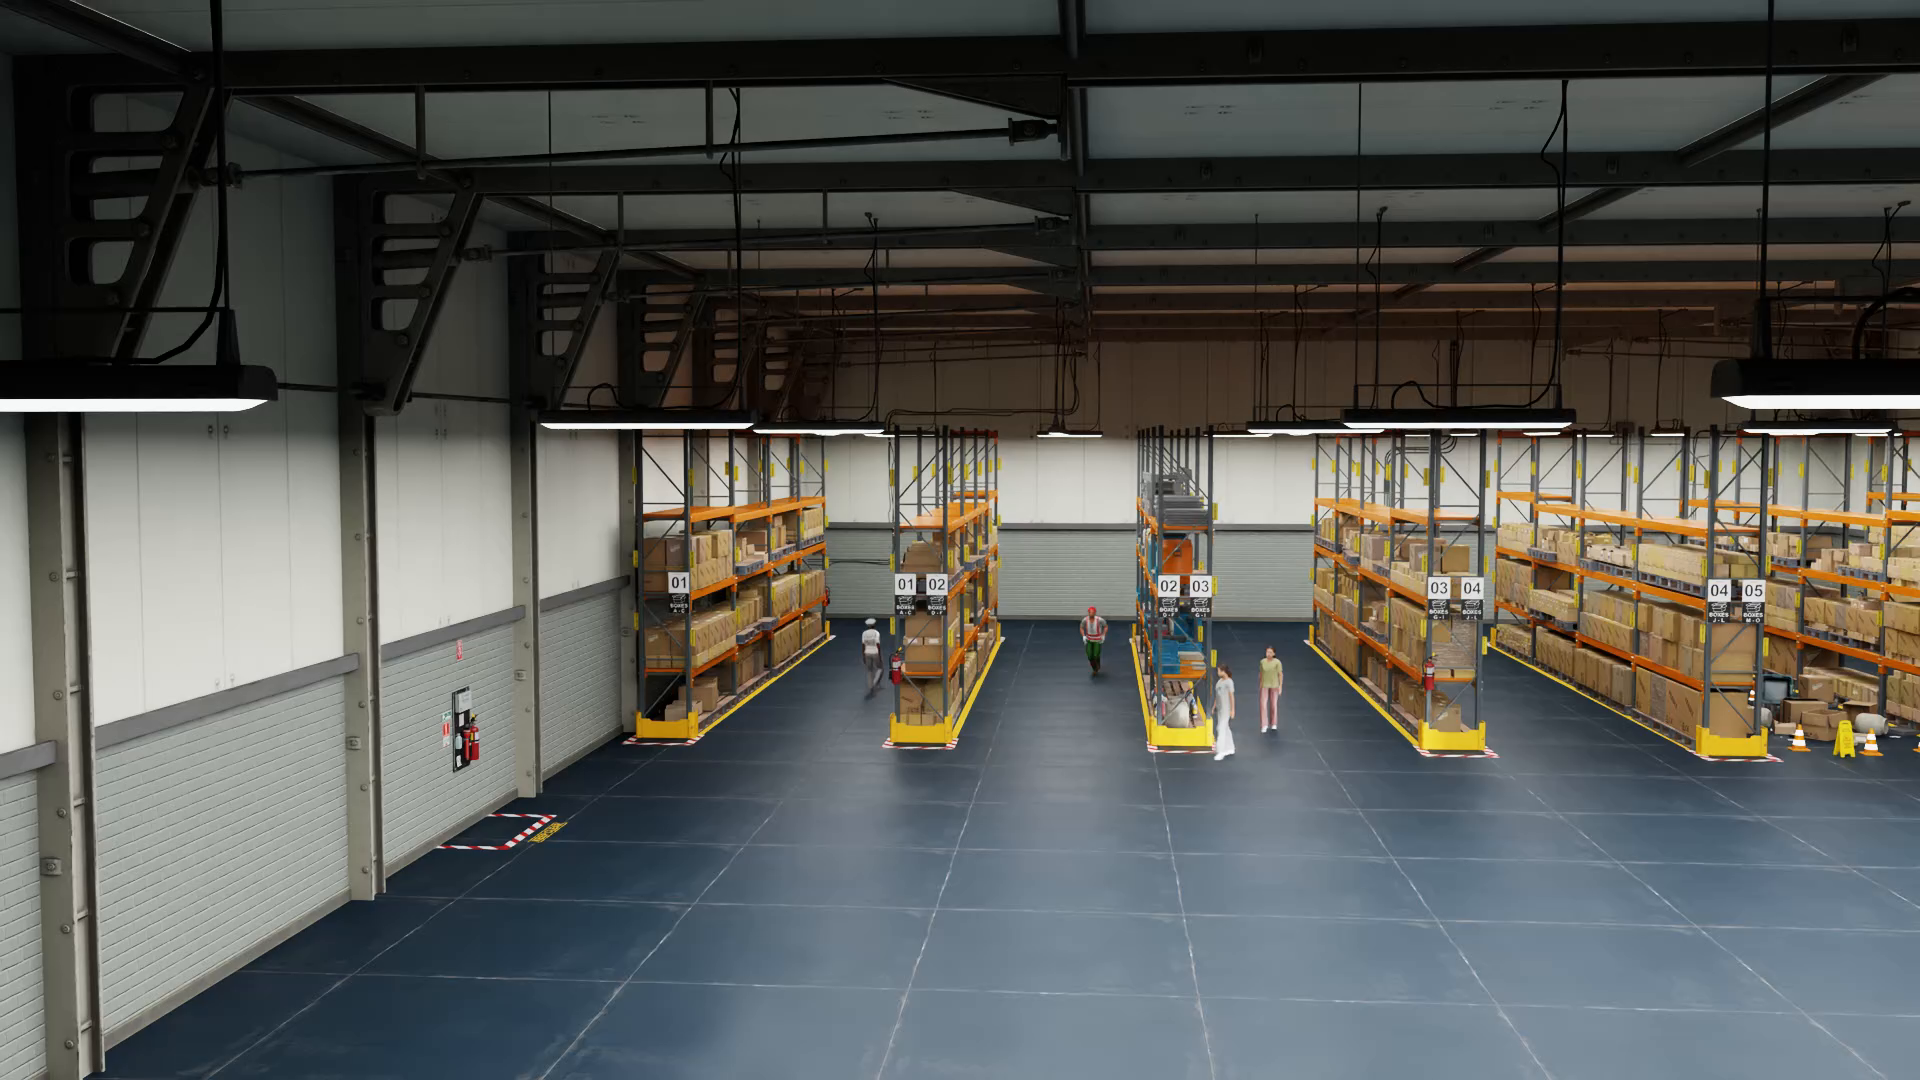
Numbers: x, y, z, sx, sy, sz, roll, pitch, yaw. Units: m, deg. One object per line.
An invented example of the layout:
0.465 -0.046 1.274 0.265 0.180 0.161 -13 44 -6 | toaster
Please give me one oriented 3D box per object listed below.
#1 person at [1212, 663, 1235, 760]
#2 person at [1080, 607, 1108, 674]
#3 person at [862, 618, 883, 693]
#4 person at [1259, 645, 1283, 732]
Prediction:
4.743 3.086 30.069 0.571 1.704 0.552 -1 4 -18 | person
3.266 2.448 40.563 0.690 1.688 0.620 1 4 16 | person
-1.981 2.615 37.652 0.509 1.677 0.461 1 4 13 | person
6.113 2.936 32.753 0.496 1.727 0.536 1 4 23 | person
